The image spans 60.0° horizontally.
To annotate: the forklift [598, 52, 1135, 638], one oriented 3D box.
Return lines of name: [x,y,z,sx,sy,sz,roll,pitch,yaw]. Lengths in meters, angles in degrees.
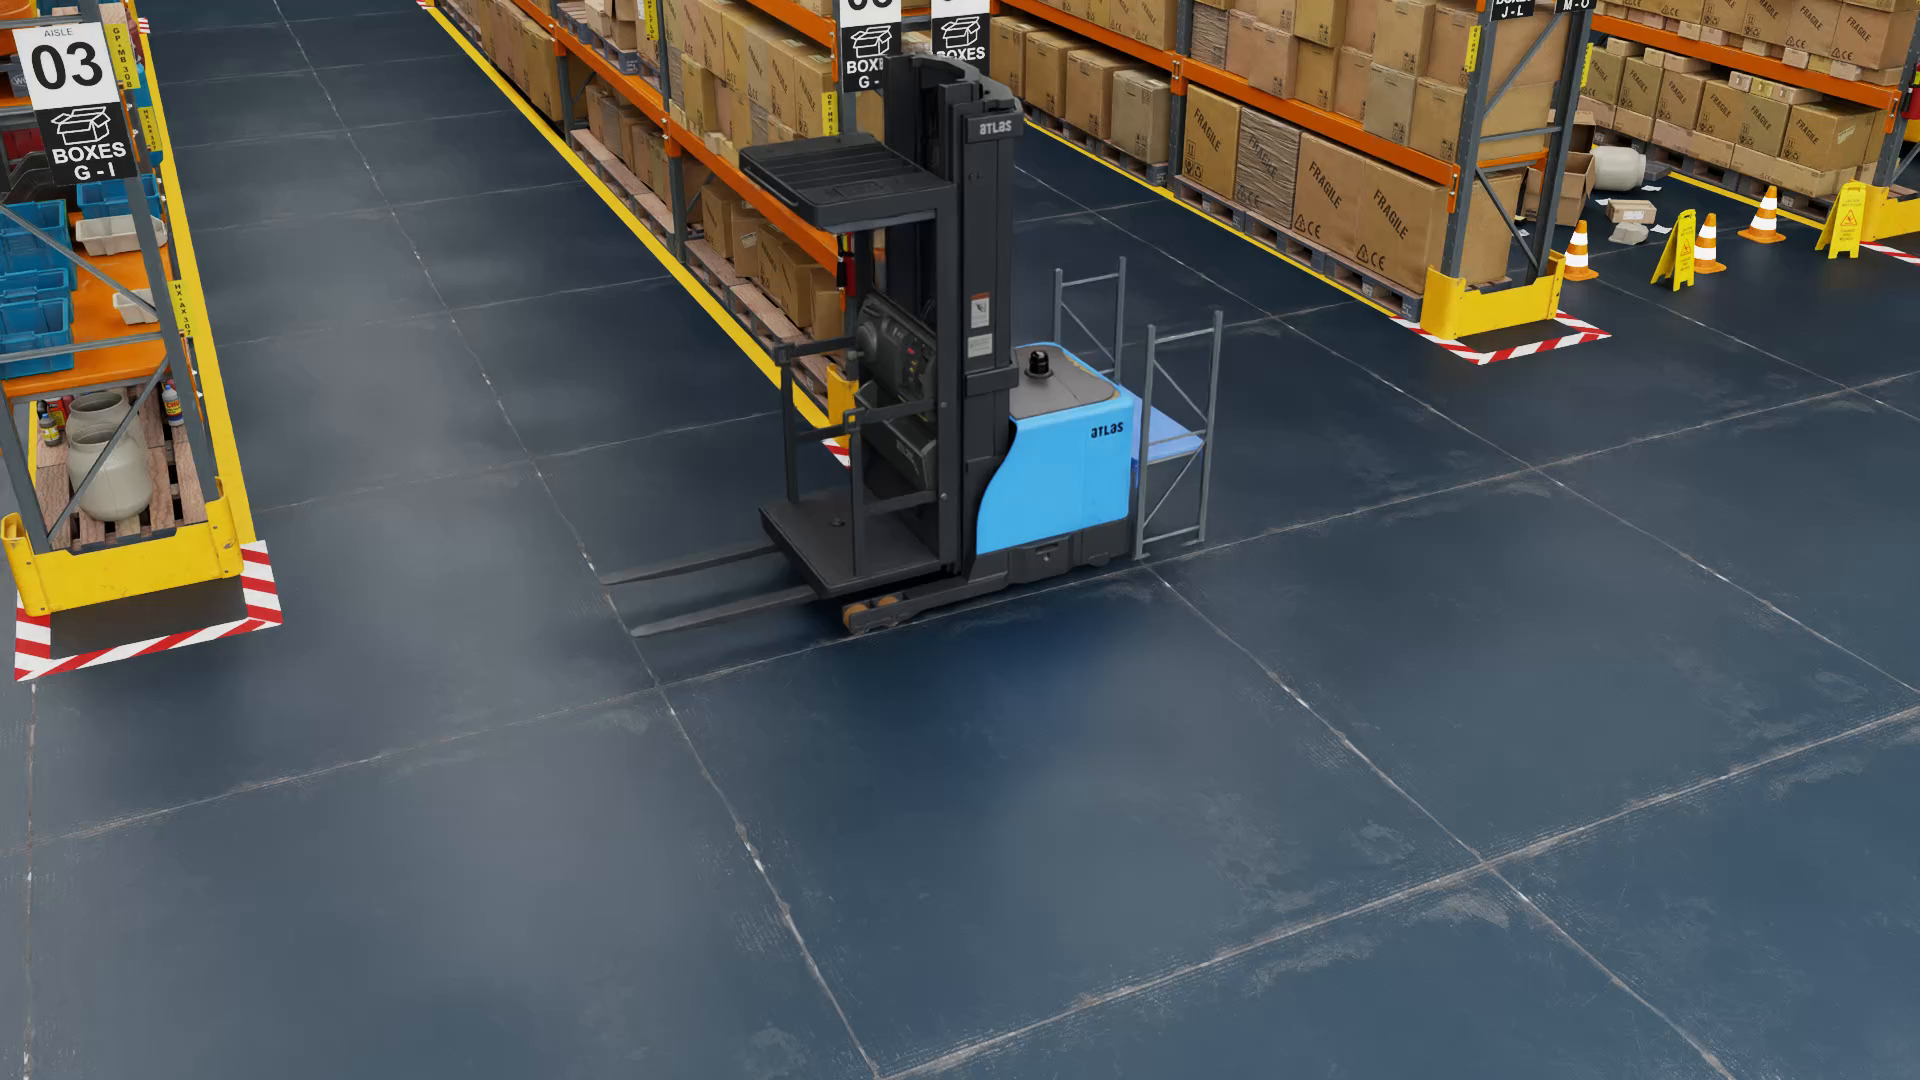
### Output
forklift: [-0.537,-1.046,9.091,3.031,2.935,1.130,-14,32,-23]

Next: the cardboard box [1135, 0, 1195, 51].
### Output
cardboard box: [2.047,-5.059,16.075,0.500,0.500,0.500,-13,32,-22]

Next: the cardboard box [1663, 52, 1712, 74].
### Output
cardboard box: [7.289,-4.788,16.647,0.380,0.149,0.250,-11,31,-19]

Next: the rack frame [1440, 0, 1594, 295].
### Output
rack frame: [4.229,-3.074,12.638,1.000,3.000,0.127,-13,32,-22]

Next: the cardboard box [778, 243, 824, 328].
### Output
cardboard box: [-1.086,-1.987,12.825,0.500,0.500,0.500,-10,31,-17]

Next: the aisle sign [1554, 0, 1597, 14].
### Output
aisle sign: [4.531,-4.239,12.058,0.394,0.787,0.004,-13,32,-22]

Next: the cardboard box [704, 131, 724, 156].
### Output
cardboard box: [-1.776,-3.131,12.996,0.380,0.149,0.250,-13,32,-22]

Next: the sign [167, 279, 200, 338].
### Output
sign: [-4.268,-1.271,9.140,0.100,0.325,0.005,-13,32,-22]

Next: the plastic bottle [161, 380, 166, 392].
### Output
plastic bottle: [-5.411,-1.057,11.380,0.097,0.271,0.097,0,29,0]

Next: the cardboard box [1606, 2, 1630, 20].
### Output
cardboard box: [6.940,-5.508,17.235,0.380,0.149,0.250,-12,31,-21]

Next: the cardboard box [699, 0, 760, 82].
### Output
cardboard box: [-1.617,-3.760,12.432,0.500,0.500,0.500,-13,32,-22]

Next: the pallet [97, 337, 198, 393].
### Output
pallet: [-6.234,-1.282,12.294,1.003,0.211,1.213,-13,32,-22]

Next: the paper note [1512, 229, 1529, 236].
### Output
paper note: [5.107,-2.809,15.202,0.144,0.017,0.142,-3,29,-5]

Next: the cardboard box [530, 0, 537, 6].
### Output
cardboard box: [-4.372,-6.042,17.828,0.500,0.500,0.500,-13,32,-22]

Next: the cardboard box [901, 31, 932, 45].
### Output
cardboard box: [-0.492,-3.209,11.450,0.500,0.500,0.500,-13,32,-22]

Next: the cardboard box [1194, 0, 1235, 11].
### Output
cardboard box: [2.639,-5.207,15.184,0.875,0.550,0.550,-13,32,-22]

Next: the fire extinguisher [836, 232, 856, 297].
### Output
fire extinguisher: [-0.661,-1.896,10.616,0.296,0.674,0.183,-13,32,-22]

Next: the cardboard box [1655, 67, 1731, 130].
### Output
cardboard box: [7.410,-4.455,16.716,0.500,0.500,0.500,-11,31,-19]

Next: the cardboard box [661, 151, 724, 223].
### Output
cardboard box: [-2.255,-3.221,15.006,0.700,0.500,0.500,-16,33,-26]

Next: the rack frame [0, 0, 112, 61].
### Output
rack frame: [-4.767,-3.654,7.538,1.000,3.000,0.127,-13,32,-22]

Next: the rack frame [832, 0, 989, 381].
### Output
rack frame: [-0.294,-2.077,10.860,1.000,3.000,0.127,-13,32,-22]

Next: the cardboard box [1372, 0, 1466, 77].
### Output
cardboard box: [3.786,-4.006,13.042,0.875,0.550,0.550,-13,32,-22]

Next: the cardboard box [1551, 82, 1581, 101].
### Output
cardboard box: [6.712,-5.193,18.674,0.950,0.372,0.625,-13,32,-21]

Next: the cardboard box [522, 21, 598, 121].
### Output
cardboard box: [-4.006,-5.176,18.130,1.225,0.875,0.875,-15,32,-24]

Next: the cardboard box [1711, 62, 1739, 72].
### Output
cardboard box: [7.876,-4.581,16.941,0.500,0.500,0.500,-11,31,-19]

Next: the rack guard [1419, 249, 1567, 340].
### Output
rack guard: [4.240,-1.973,13.230,1.175,0.500,0.348,-13,32,-22]

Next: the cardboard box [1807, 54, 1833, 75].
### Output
cardboard box: [8.003,-4.375,15.215,0.380,0.149,0.250,-14,32,-23]

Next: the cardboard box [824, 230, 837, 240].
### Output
cardboard box: [-0.709,-2.160,11.266,0.380,0.149,0.250,-13,32,-22]

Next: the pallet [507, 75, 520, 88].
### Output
pallet: [-5.046,-5.836,20.415,1.003,0.211,1.213,-13,32,-22]

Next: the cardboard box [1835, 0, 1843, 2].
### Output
cardboard box: [8.030,-5.172,14.951,0.700,0.500,0.500,-13,32,-22]

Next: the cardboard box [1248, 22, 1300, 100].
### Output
cardboard box: [3.063,-4.244,14.572,0.875,0.550,0.550,-13,32,-22]

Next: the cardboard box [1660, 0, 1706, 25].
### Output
cardboard box: [7.317,-5.404,16.386,0.500,0.500,0.500,-13,32,-22]

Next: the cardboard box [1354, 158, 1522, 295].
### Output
cardboard box: [3.879,-2.616,13.564,0.875,0.875,0.875,-13,32,-22]

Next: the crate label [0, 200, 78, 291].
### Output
crate label: [-5.801,-1.809,10.345,0.502,0.435,0.616,-13,32,-22]

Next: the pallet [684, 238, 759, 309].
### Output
pallet: [-1.691,-2.338,14.177,1.003,0.211,1.213,-13,32,-22]

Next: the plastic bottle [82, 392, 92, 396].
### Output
plastic bottle: [-6.126,-1.135,11.515,0.152,0.276,0.135,-13,32,-22]

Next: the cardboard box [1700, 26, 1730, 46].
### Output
cardboard box: [7.459,-4.936,16.216,0.380,0.149,0.250,-13,32,-22]

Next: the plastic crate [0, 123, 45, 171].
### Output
plastic crate: [-6.968,-2.981,12.408,0.402,0.464,0.583,-13,32,-22]

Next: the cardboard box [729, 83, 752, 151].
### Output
cardboard box: [-1.208,-3.148,12.364,0.875,0.500,0.500,-13,32,-22]

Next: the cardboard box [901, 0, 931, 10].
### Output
cardboard box: [-0.267,-3.587,10.639,0.500,0.250,0.500,-12,31,-21]

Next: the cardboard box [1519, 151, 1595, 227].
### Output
cardboard box: [5.616,-3.313,15.617,0.637,0.503,0.797,13,32,21]

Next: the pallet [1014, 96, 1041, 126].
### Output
pallet: [1.065,-5.027,18.972,1.003,0.211,1.213,-13,32,-22]

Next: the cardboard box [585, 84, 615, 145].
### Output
cardboard box: [-3.422,-4.421,17.145,0.700,0.500,0.500,-15,33,-25]

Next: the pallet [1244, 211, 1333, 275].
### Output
pallet: [3.296,-2.732,14.880,1.003,0.211,1.213,-13,32,-22]

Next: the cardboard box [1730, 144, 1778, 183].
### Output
cardboard box: [7.851,-3.673,16.088,0.500,0.250,0.500,-13,32,-22]

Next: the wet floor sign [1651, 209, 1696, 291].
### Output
wet floor sign: [6.030,-2.450,13.932,0.267,0.644,0.232,-19,35,-30]

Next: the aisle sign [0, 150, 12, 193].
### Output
aisle sign: [-5.004,-2.077,8.202,0.394,0.787,0.004,-13,32,-22]

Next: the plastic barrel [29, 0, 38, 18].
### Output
plastic barrel: [-5.371,-3.087,8.973,0.600,0.588,0.600,0,29,0]

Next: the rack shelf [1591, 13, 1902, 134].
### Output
rack shelf: [7.798,-4.727,16.322,1.077,0.370,4.000,-13,32,-22]

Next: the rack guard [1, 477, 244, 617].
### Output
rack guard: [-4.842,0.030,9.659,1.175,0.500,0.348,-13,32,-22]

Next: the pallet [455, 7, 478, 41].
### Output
pallet: [-6.229,-7.053,22.586,1.003,0.211,1.213,-13,32,-22]

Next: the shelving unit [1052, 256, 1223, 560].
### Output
shelving unit: [1.034,-0.817,10.146,0.538,1.500,1.048,-14,32,-24]
